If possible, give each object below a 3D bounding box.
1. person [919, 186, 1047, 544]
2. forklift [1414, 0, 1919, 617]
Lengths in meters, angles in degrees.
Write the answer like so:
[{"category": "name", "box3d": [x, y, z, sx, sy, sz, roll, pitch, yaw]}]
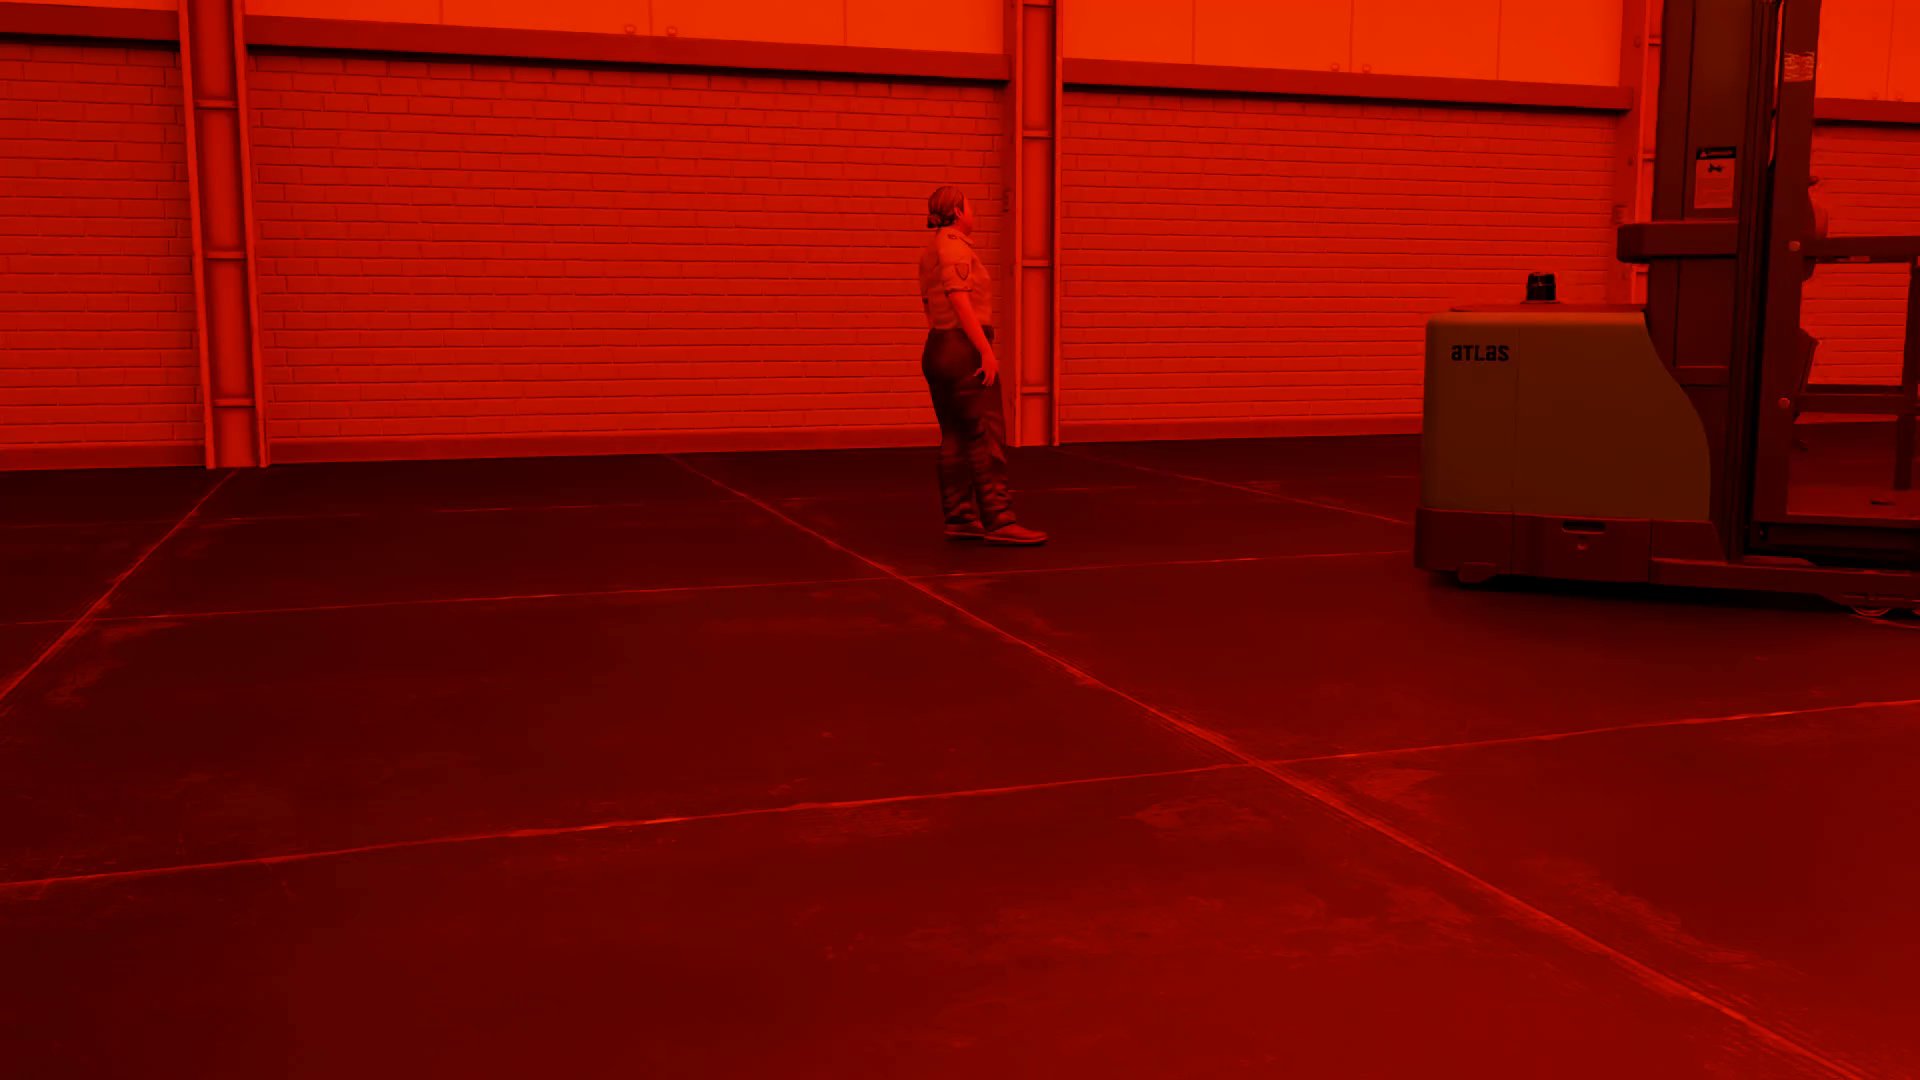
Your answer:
[{"category": "person", "box3d": [0.092, -0.825, 7.819, 0.503, 1.650, 0.599, -3, 8, -18]}, {"category": "forklift", "box3d": [3.370, -1.250, 6.235, 3.031, 2.935, 1.130, 3, 8, 23]}]
